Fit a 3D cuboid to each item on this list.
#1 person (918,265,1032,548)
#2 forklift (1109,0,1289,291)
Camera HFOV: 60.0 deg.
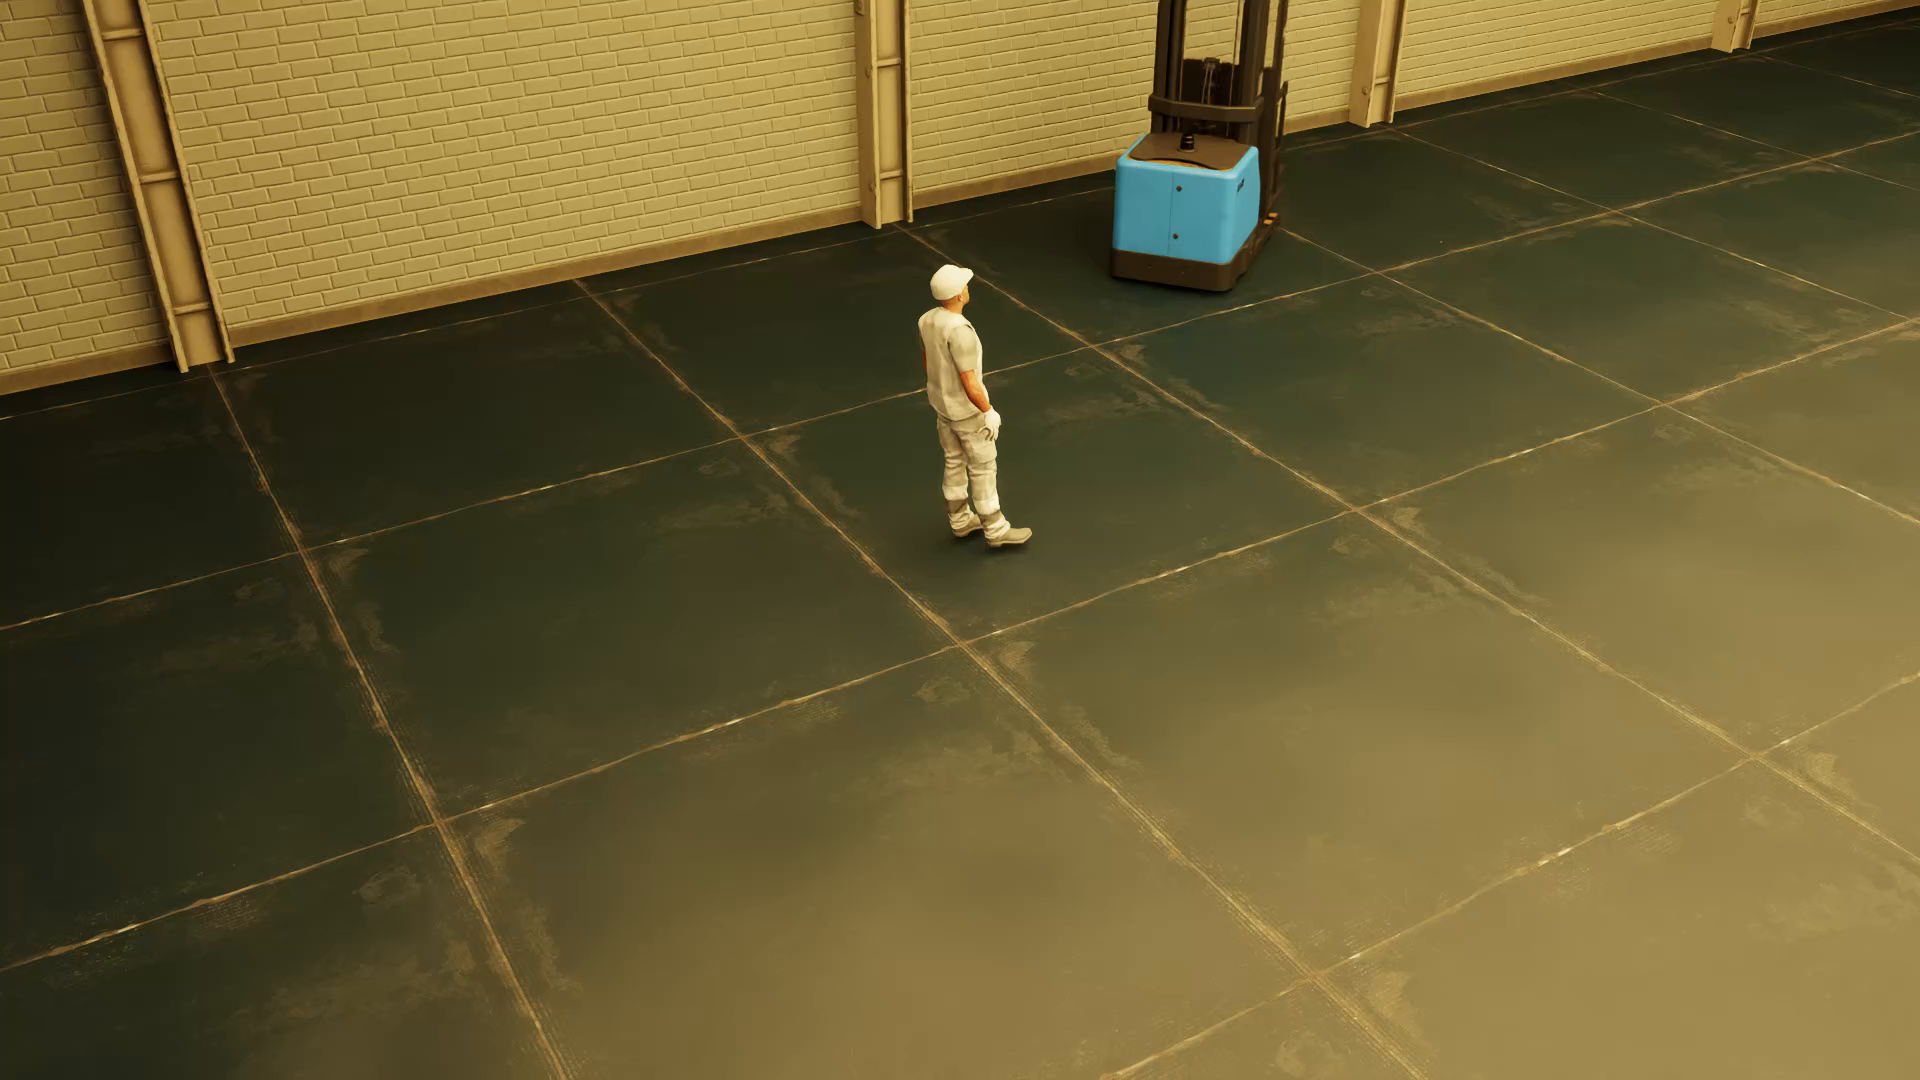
[{"bbox_3d":[0.075,-0.824,10.042,0.564,1.787,0.637,-17,35,-26],"label":"person"},{"bbox_3d":[2.292,-4.064,14.434,1.130,2.935,3.031,12,33,19],"label":"forklift"}]
